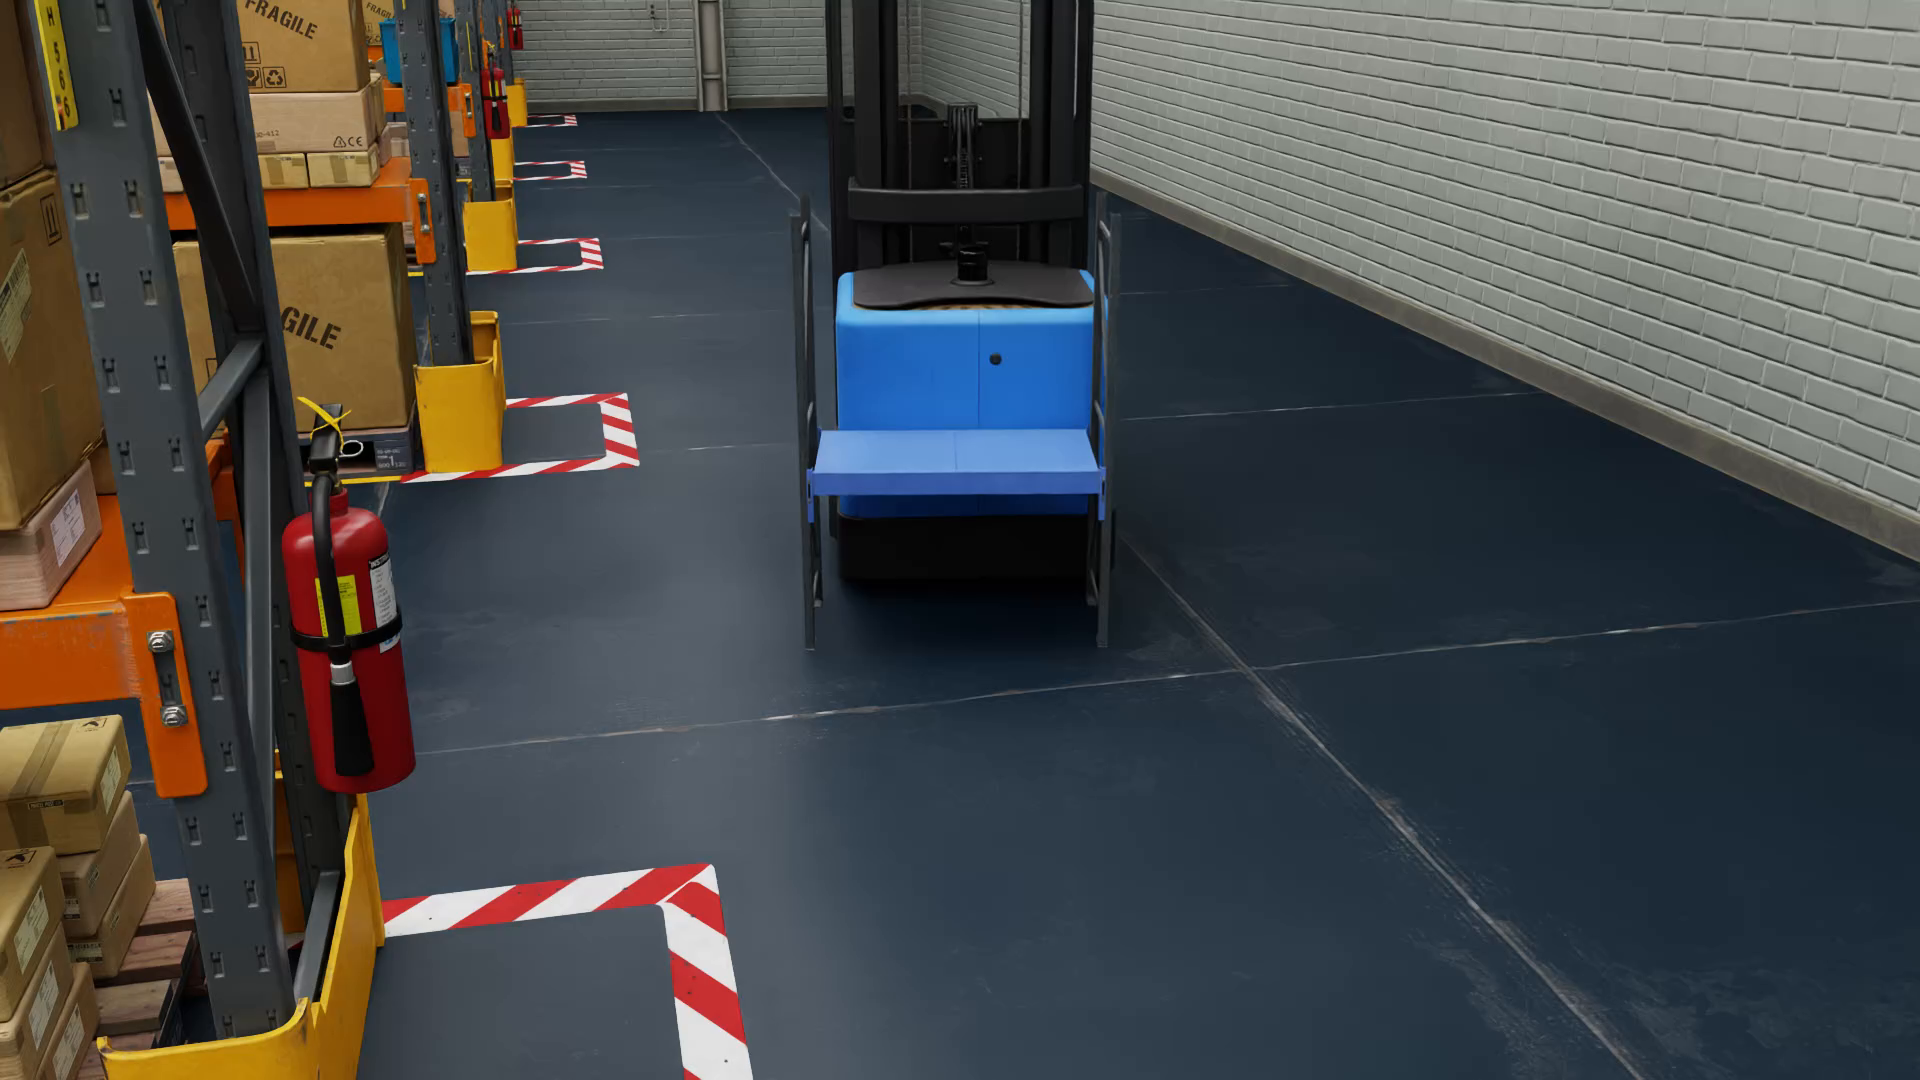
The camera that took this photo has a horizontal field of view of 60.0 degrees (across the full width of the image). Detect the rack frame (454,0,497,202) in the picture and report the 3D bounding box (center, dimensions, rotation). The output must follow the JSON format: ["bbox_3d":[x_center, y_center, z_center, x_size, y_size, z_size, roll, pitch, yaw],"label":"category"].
[{"bbox_3d":[-3.589,-3.574,12.211,0.127,3.000,1.000,-5,21,-12],"label":"rack frame"}]

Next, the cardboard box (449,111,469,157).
[{"bbox_3d":[-5.197,-4.140,16.749,0.500,0.500,0.500,-5,21,-12],"label":"cardboard box"}]

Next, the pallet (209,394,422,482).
[{"bbox_3d":[-3.209,-0.517,7.920,1.213,0.211,1.003,-5,21,-12],"label":"pallet"}]

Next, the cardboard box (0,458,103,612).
[{"bbox_3d":[-1.658,-0.010,2.845,0.250,0.149,0.380,-5,21,-12],"label":"cardboard box"}]

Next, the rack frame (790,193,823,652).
[{"bbox_3d":[-0.525,-0.403,5.734,0.032,1.500,0.500,0,20,-1],"label":"rack frame"}]

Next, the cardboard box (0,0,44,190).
[{"bbox_3d":[-1.794,-0.785,2.564,0.500,0.500,0.500,-5,21,-14],"label":"cardboard box"}]

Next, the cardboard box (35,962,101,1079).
[{"bbox_3d":[-1.870,1.005,3.244,0.250,0.149,0.380,-4,21,-12],"label":"cardboard box"}]

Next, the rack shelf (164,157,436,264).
[{"bbox_3d":[-4.395,-1.420,7.376,4.000,0.370,1.077,-5,21,-12],"label":"rack shelf"}]

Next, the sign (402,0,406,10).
[{"bbox_3d":[-2.338,-2.388,6.946,0.005,0.325,0.100,-5,21,-12],"label":"sign"}]

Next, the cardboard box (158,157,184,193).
[{"bbox_3d":[-3.461,-1.600,7.186,0.250,0.149,0.380,-4,21,-12],"label":"cardboard box"}]

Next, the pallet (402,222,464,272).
[{"bbox_3d":[-4.400,-2.212,12.547,1.213,0.211,1.003,-5,21,-12],"label":"pallet"}]

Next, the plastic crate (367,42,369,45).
[{"bbox_3d":[-4.545,-3.562,12.334,0.300,0.233,0.416,-5,21,-12],"label":"plastic crate"}]

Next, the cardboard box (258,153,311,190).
[{"bbox_3d":[-2.972,-1.639,7.292,0.250,0.149,0.380,-4,21,-12],"label":"cardboard box"}]

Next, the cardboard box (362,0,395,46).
[{"bbox_3d":[-5.602,-5.111,16.260,0.500,0.500,0.500,-4,21,-12],"label":"cardboard box"}]

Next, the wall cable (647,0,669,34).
[{"bbox_3d":[-4.840,-7.785,22.230,1.851,1.984,0.084,-5,21,-12],"label":"wall cable"}]

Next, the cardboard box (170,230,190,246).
[{"bbox_3d":[-3.939,-0.966,7.570,0.875,0.875,0.875,-5,21,-12],"label":"cardboard box"}]

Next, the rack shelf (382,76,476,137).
[{"bbox_3d":[-5.535,-3.078,11.902,4.000,0.370,1.077,-5,21,-12],"label":"rack shelf"}]

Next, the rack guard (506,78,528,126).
[{"bbox_3d":[-5.845,-5.718,21.699,0.348,0.500,1.175,-5,21,-12],"label":"rack guard"}]

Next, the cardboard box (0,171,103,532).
[{"bbox_3d":[-1.784,-0.313,2.730,0.500,0.500,0.500,-4,21,-11],"label":"cardboard box"}]

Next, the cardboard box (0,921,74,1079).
[{"bbox_3d":[-1.854,0.891,3.123,0.250,0.149,0.380,-5,21,-14],"label":"cardboard box"}]

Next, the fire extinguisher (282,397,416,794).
[{"bbox_3d":[-1.055,0.098,2.841,0.183,0.674,0.296,-5,21,-12],"label":"fire extinguisher"}]

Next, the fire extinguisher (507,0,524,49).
[{"bbox_3d":[-5.615,-6.536,20.952,0.183,0.674,0.296,-5,21,-12],"label":"fire extinguisher"}]

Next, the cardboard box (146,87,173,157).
[{"bbox_3d":[-3.353,-1.818,7.203,0.500,0.250,0.500,-5,21,-13],"label":"cardboard box"}]

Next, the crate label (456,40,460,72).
[{"bbox_3d":[-3.905,-3.614,12.477,0.303,0.233,0.416,-5,21,-12],"label":"crate label"}]

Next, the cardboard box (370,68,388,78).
[{"bbox_3d":[-7.503,-5.745,21.161,0.500,0.500,0.700,-5,21,-14],"label":"cardboard box"}]

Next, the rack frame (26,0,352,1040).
[{"bbox_3d":[-1.406,-0.248,3.130,0.127,3.000,1.000,-5,21,-12],"label":"rack frame"}]

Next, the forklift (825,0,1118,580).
[{"bbox_3d":[-0.017,-1.688,7.161,1.130,2.935,3.031,-1,20,-3],"label":"forklift"}]

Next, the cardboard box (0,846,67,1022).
[{"bbox_3d":[-1.863,0.741,3.100,0.250,0.149,0.380,-4,21,-12],"label":"cardboard box"}]

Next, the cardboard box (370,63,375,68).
[{"bbox_3d":[-7.435,-6.126,21.257,0.250,0.149,0.380,-4,21,-12],"label":"cardboard box"}]

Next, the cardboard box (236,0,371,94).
[{"bbox_3d":[-2.863,-2.211,7.185,0.500,0.500,0.500,-4,21,-12],"label":"cardboard box"}]

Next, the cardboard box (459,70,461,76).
[{"bbox_3d":[-6.527,-5.825,21.379,0.500,0.500,0.700,-5,21,-12],"label":"cardboard box"}]

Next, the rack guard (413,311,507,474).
[{"bbox_3d":[-2.426,-0.744,8.120,0.348,0.500,1.175,-5,21,-12],"label":"rack guard"}]

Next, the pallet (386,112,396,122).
[{"bbox_3d":[-7.813,-5.396,21.239,1.213,0.211,1.003,-5,21,-12],"label":"pallet"}]

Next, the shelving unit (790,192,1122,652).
[{"bbox_3d":[-0.017,-0.407,5.745,1.048,1.500,0.538,0,20,-1],"label":"shelving unit"}]

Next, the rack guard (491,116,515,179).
[{"bbox_3d":[-4.799,-4.053,17.151,0.348,0.500,1.175,-5,21,-12],"label":"rack guard"}]

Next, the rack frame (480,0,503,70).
[{"bbox_3d":[-4.725,-5.232,16.738,0.127,3.000,1.000,-5,21,-12],"label":"rack frame"}]

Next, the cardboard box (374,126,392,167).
[{"bbox_3d":[-2.870,-1.881,7.953,0.250,0.149,0.380,-4,21,-12],"label":"cardboard box"}]
